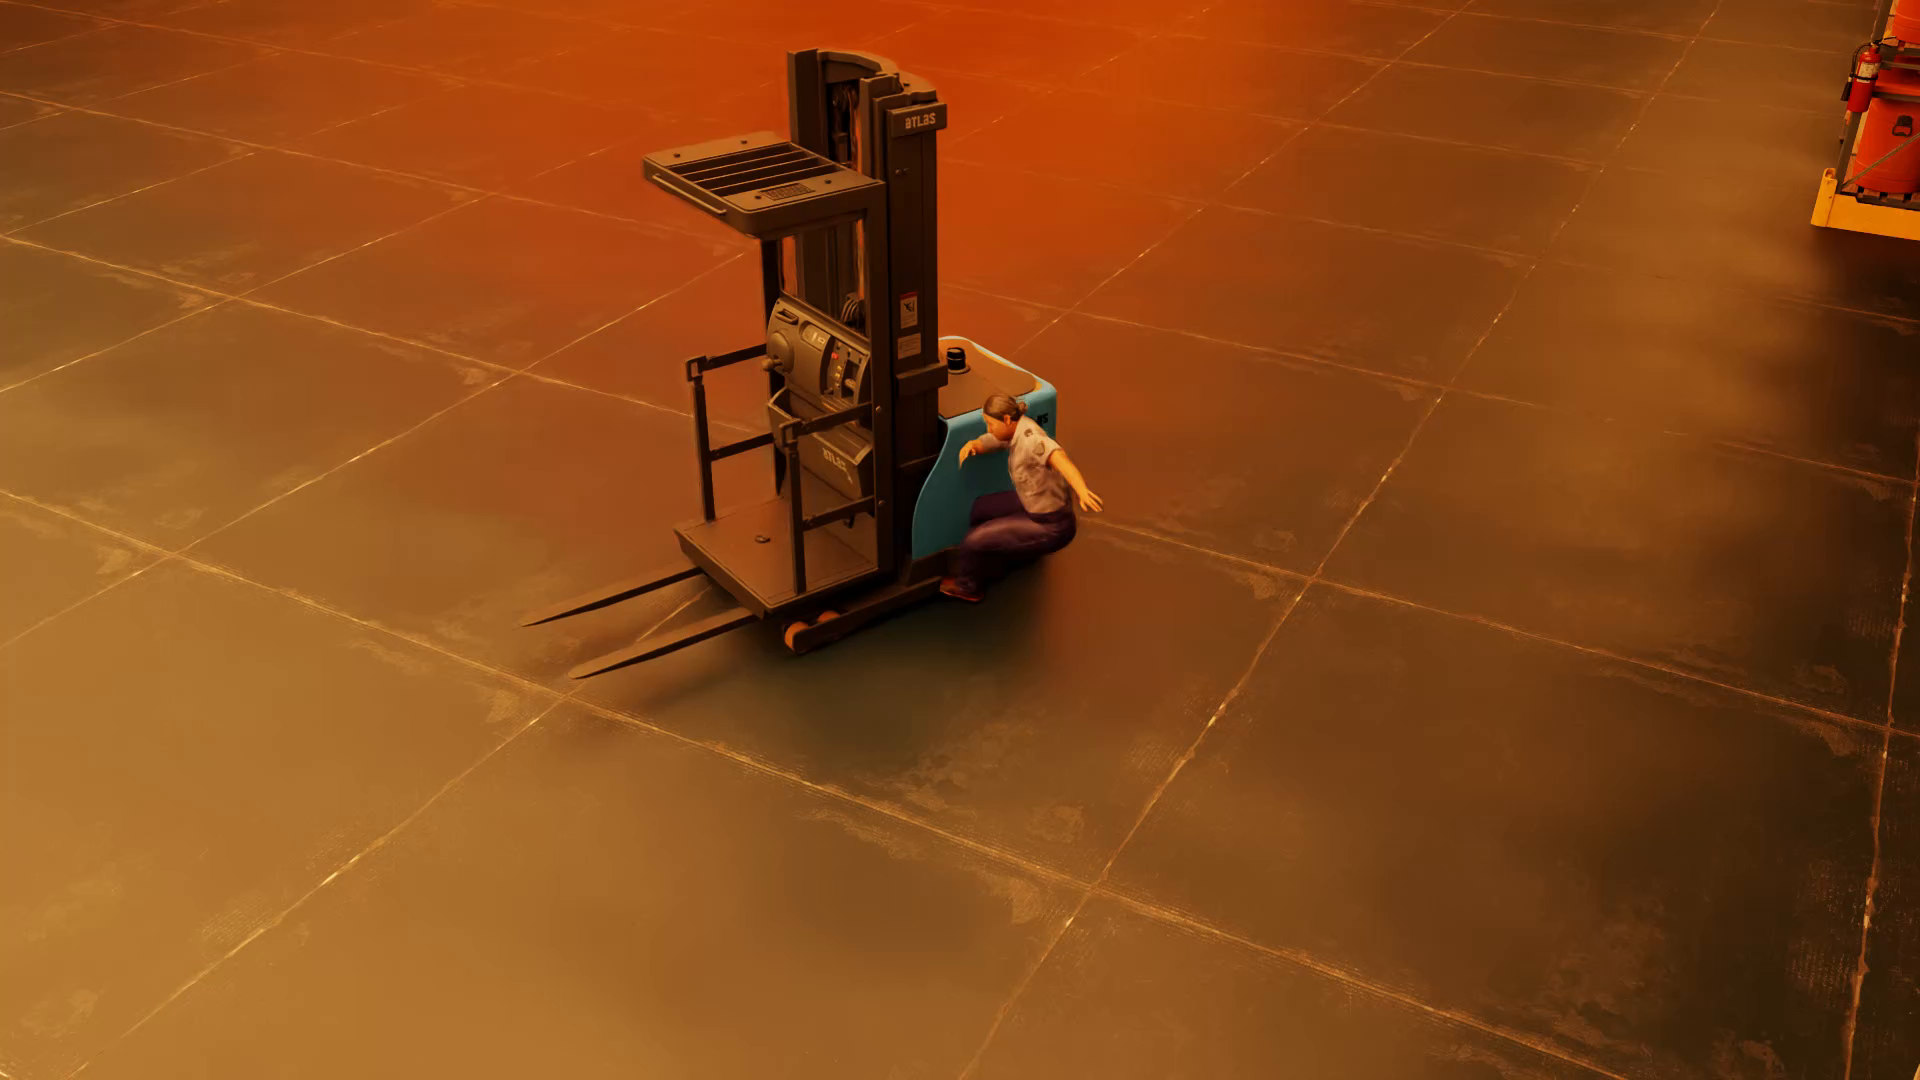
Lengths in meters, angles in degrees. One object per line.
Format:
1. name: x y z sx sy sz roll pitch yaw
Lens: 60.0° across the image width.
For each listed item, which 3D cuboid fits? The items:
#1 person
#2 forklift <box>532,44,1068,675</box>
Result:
1. person: 0.398 -0.093 8.835 0.730 1.359 1.495 -12 32 -19
2. forklift: -0.865 -0.983 8.773 3.031 2.935 1.130 -20 36 -31
